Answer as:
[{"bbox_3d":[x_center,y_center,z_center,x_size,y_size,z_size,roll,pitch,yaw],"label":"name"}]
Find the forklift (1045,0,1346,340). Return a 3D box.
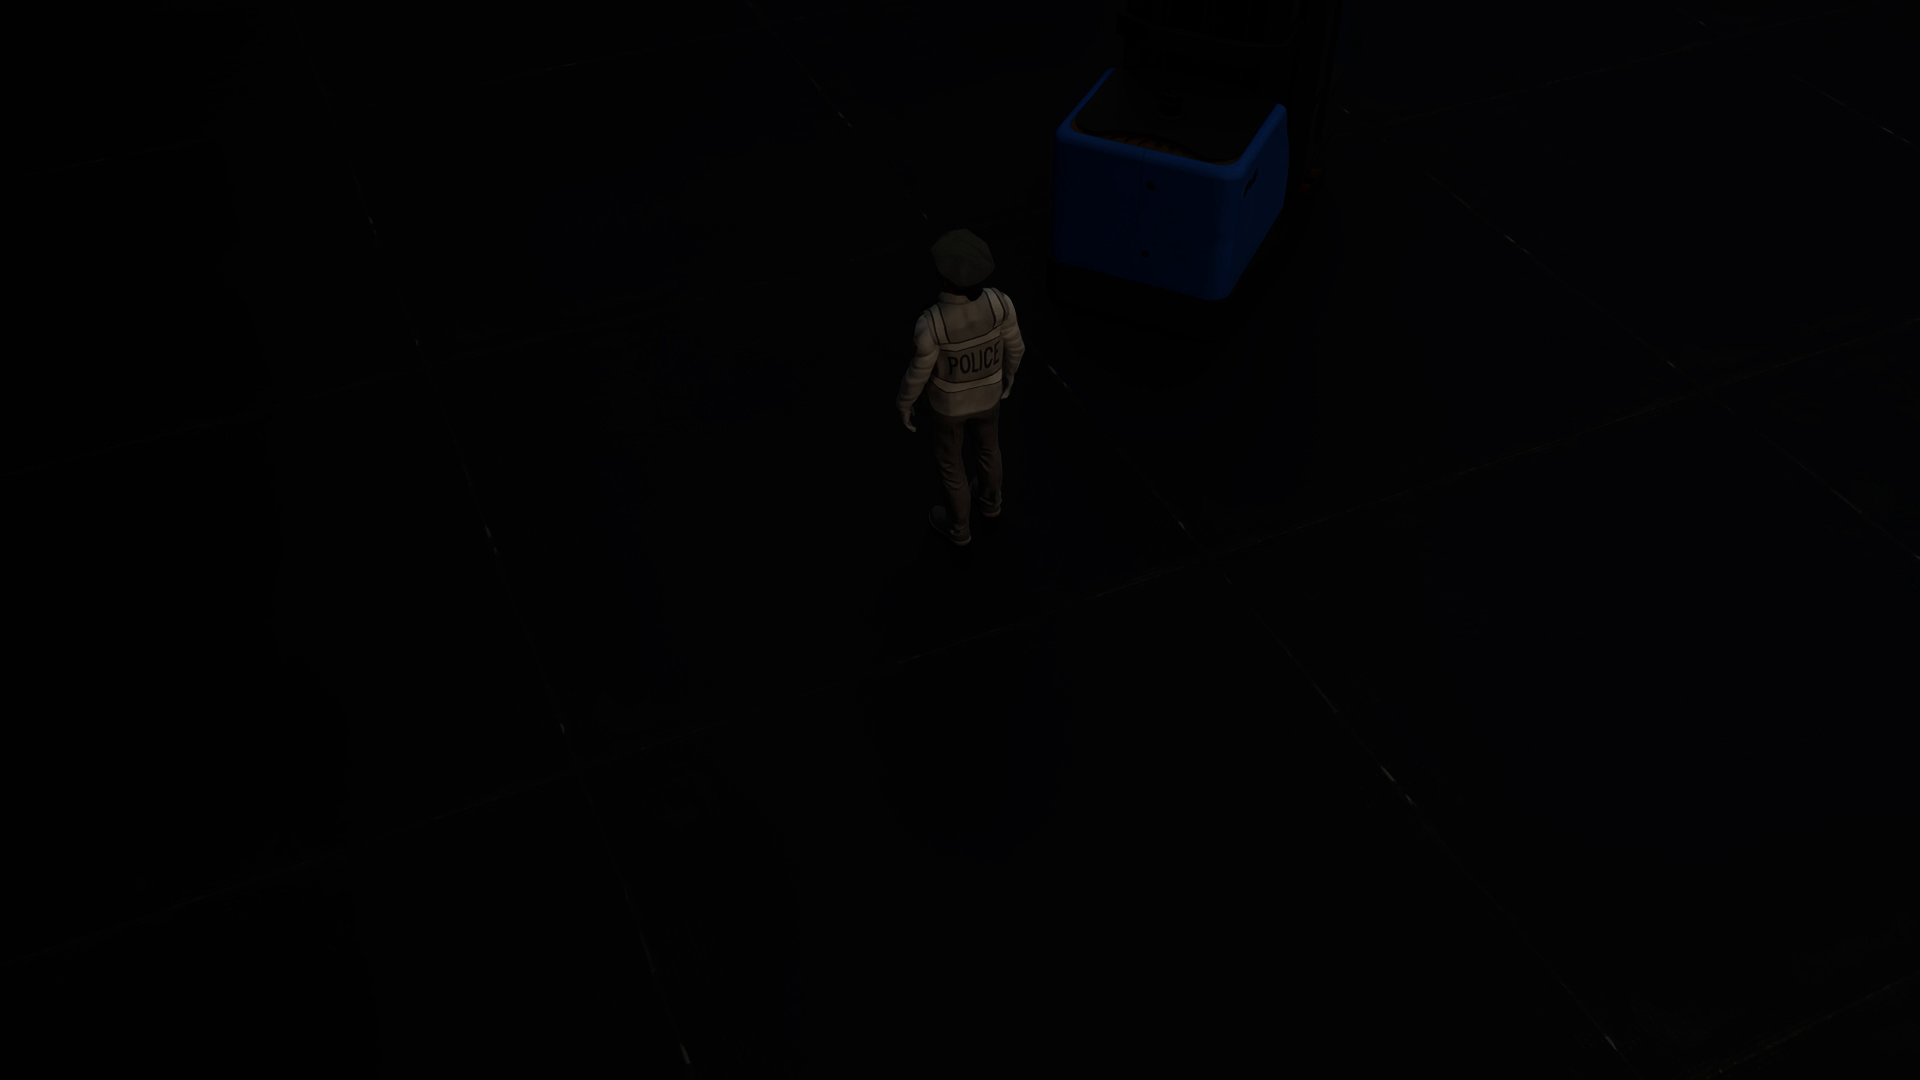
[{"bbox_3d":[1.554,-3.150,9.055,1.130,2.935,3.031,18,46,18],"label":"forklift"}]

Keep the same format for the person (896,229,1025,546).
[{"bbox_3d":[-0.022,-0.668,7.292,0.587,1.696,0.534,-18,46,-18],"label":"person"}]
